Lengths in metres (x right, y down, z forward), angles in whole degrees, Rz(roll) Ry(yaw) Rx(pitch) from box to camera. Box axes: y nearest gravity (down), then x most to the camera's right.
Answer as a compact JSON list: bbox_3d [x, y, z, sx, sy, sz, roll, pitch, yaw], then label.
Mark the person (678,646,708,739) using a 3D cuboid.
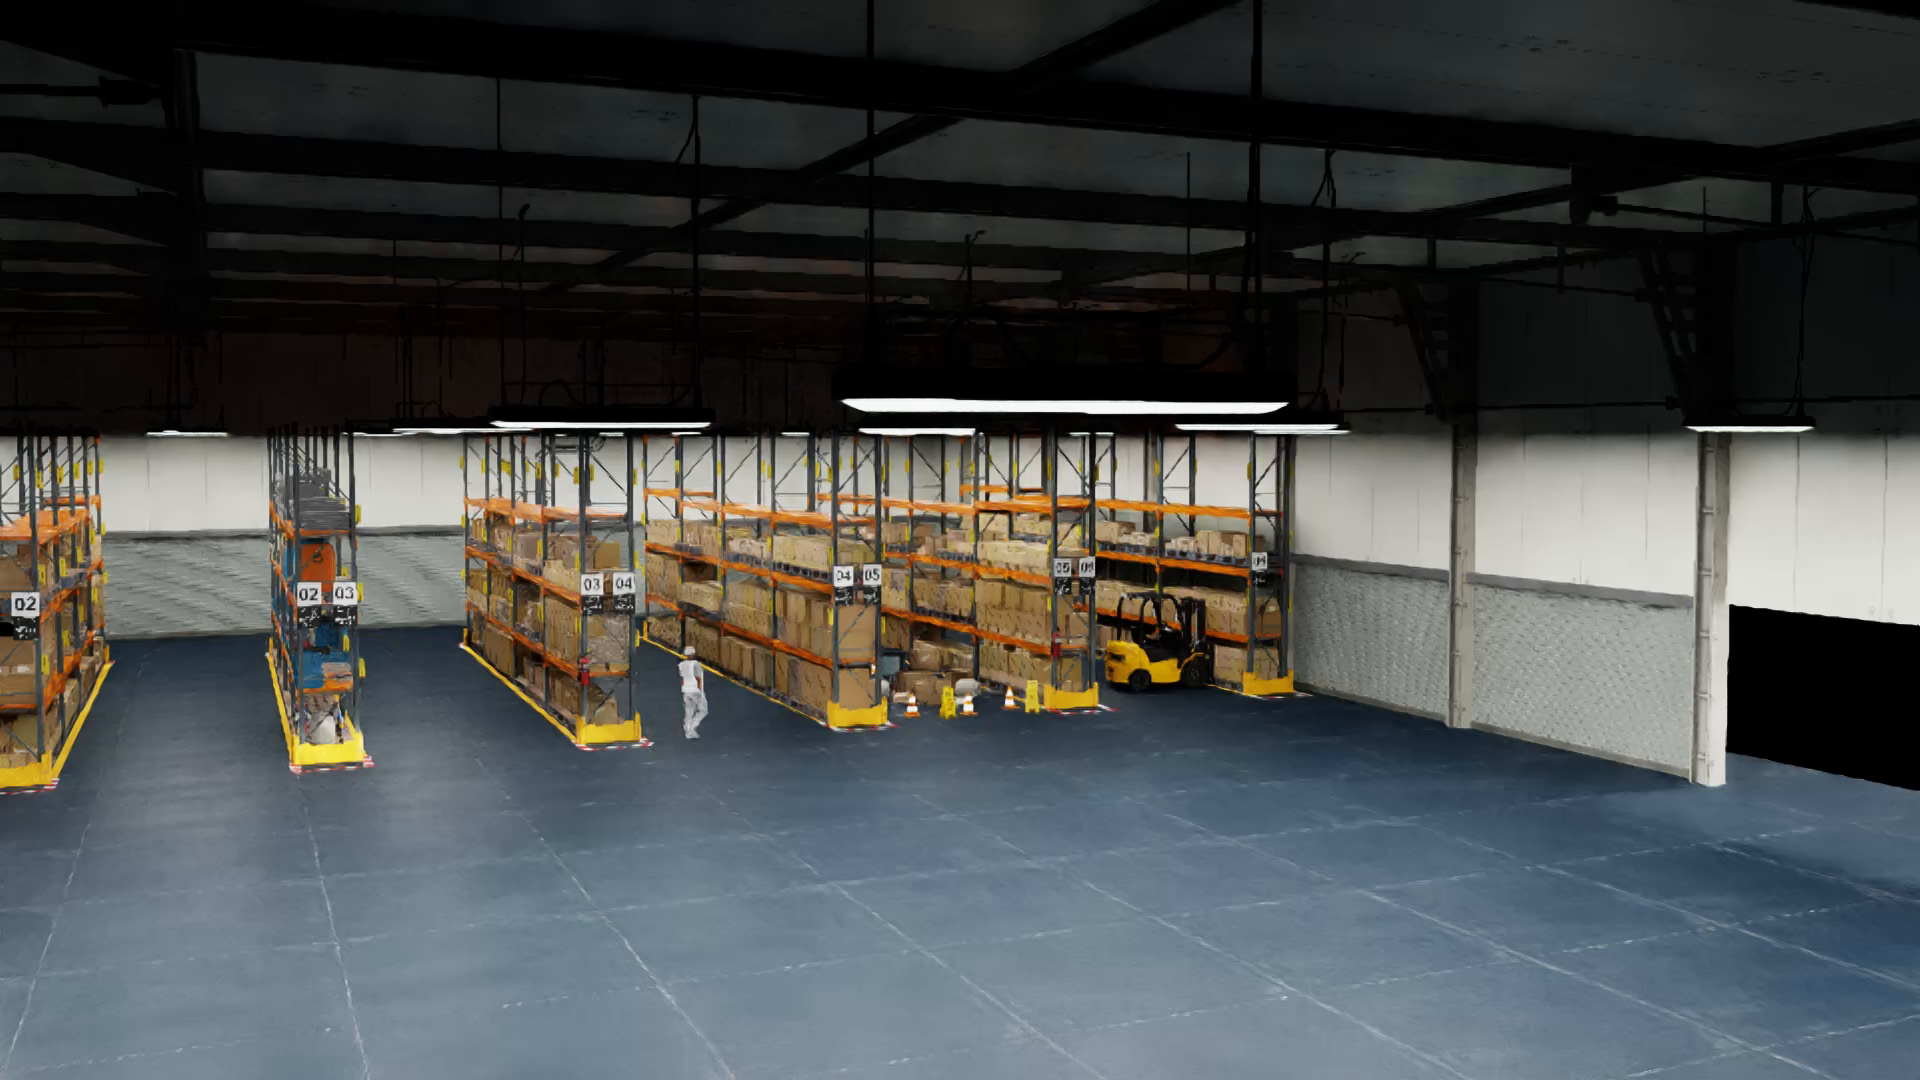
[{"bbox_3d":[-5.097,2.896,31.632,0.600,1.780,0.447,3,4,39],"label":"person"}]
